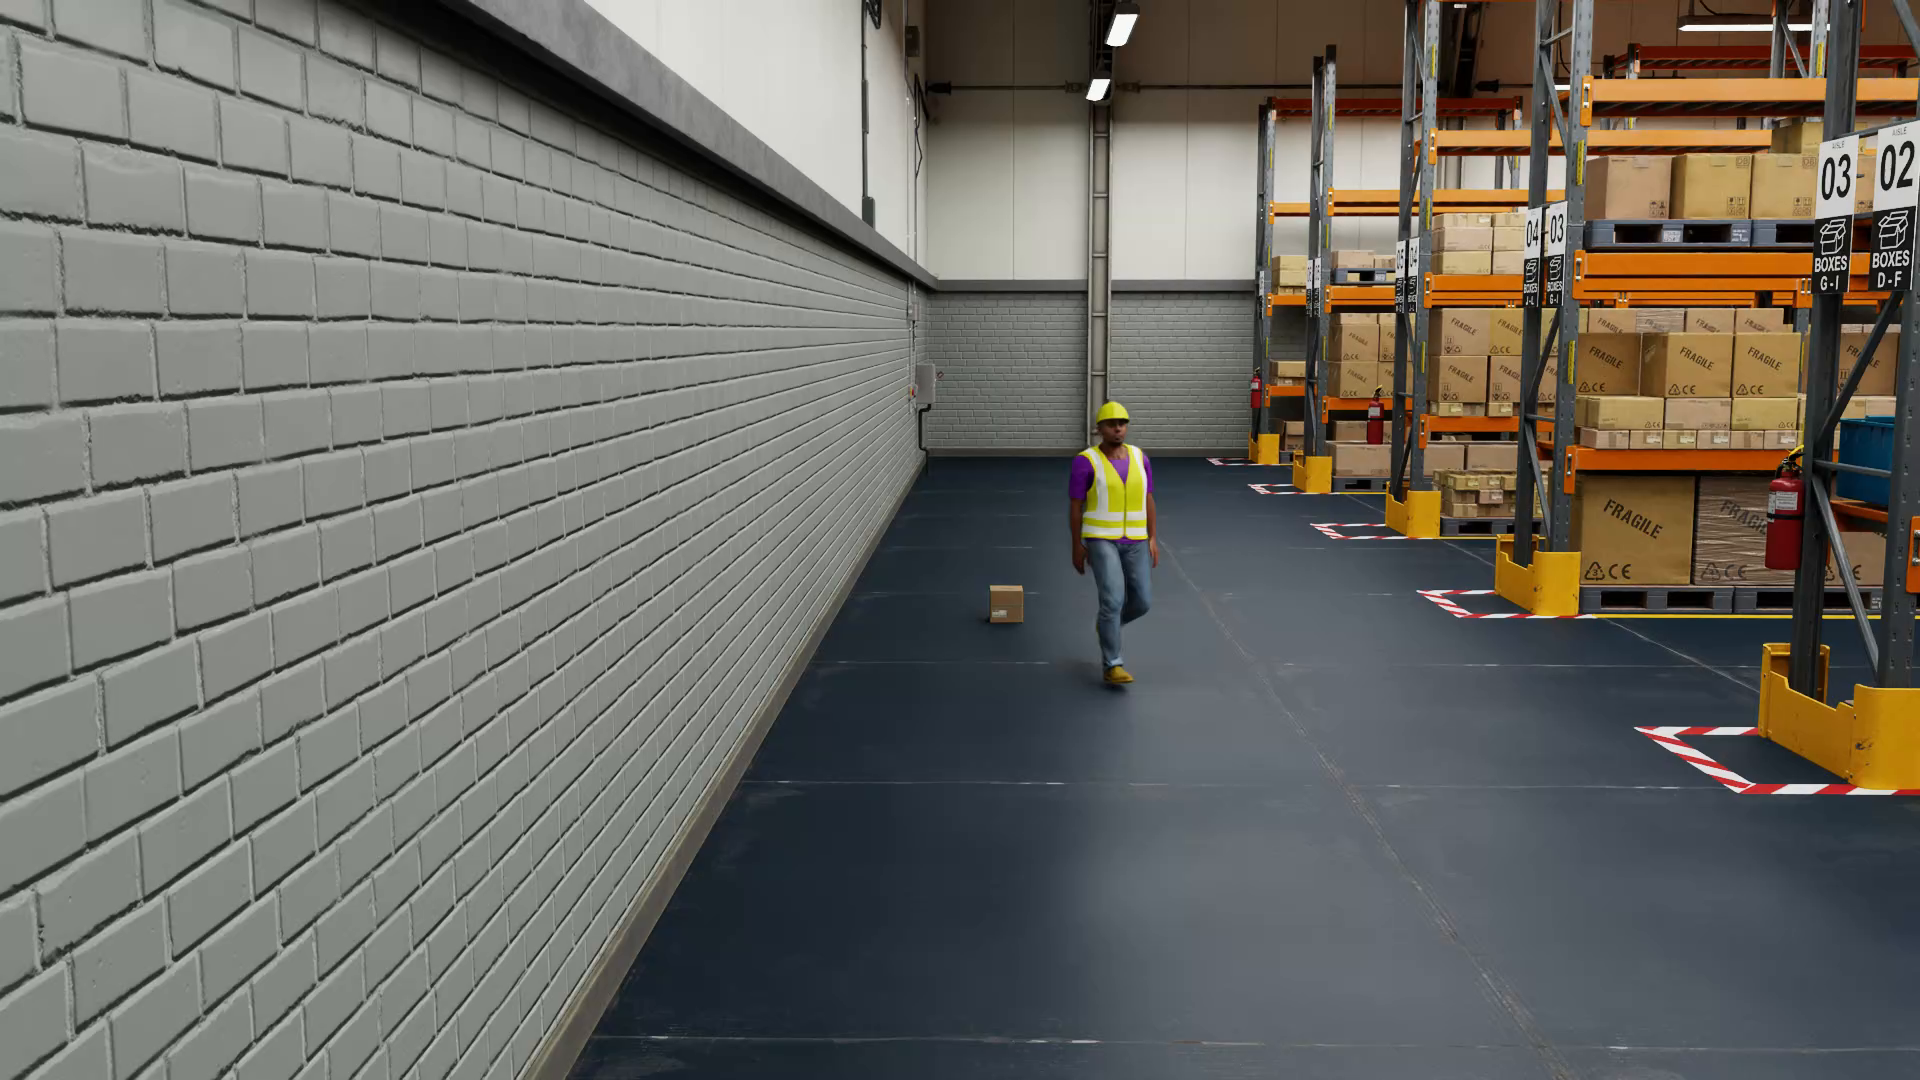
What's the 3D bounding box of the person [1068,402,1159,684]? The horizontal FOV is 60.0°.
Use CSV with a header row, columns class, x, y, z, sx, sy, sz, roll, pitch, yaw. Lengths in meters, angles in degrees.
class,x,y,z,sx,sy,sz,roll,pitch,yaw
person,0.969,0.000,10.516,0.575,1.747,0.740,-3,8,-21
